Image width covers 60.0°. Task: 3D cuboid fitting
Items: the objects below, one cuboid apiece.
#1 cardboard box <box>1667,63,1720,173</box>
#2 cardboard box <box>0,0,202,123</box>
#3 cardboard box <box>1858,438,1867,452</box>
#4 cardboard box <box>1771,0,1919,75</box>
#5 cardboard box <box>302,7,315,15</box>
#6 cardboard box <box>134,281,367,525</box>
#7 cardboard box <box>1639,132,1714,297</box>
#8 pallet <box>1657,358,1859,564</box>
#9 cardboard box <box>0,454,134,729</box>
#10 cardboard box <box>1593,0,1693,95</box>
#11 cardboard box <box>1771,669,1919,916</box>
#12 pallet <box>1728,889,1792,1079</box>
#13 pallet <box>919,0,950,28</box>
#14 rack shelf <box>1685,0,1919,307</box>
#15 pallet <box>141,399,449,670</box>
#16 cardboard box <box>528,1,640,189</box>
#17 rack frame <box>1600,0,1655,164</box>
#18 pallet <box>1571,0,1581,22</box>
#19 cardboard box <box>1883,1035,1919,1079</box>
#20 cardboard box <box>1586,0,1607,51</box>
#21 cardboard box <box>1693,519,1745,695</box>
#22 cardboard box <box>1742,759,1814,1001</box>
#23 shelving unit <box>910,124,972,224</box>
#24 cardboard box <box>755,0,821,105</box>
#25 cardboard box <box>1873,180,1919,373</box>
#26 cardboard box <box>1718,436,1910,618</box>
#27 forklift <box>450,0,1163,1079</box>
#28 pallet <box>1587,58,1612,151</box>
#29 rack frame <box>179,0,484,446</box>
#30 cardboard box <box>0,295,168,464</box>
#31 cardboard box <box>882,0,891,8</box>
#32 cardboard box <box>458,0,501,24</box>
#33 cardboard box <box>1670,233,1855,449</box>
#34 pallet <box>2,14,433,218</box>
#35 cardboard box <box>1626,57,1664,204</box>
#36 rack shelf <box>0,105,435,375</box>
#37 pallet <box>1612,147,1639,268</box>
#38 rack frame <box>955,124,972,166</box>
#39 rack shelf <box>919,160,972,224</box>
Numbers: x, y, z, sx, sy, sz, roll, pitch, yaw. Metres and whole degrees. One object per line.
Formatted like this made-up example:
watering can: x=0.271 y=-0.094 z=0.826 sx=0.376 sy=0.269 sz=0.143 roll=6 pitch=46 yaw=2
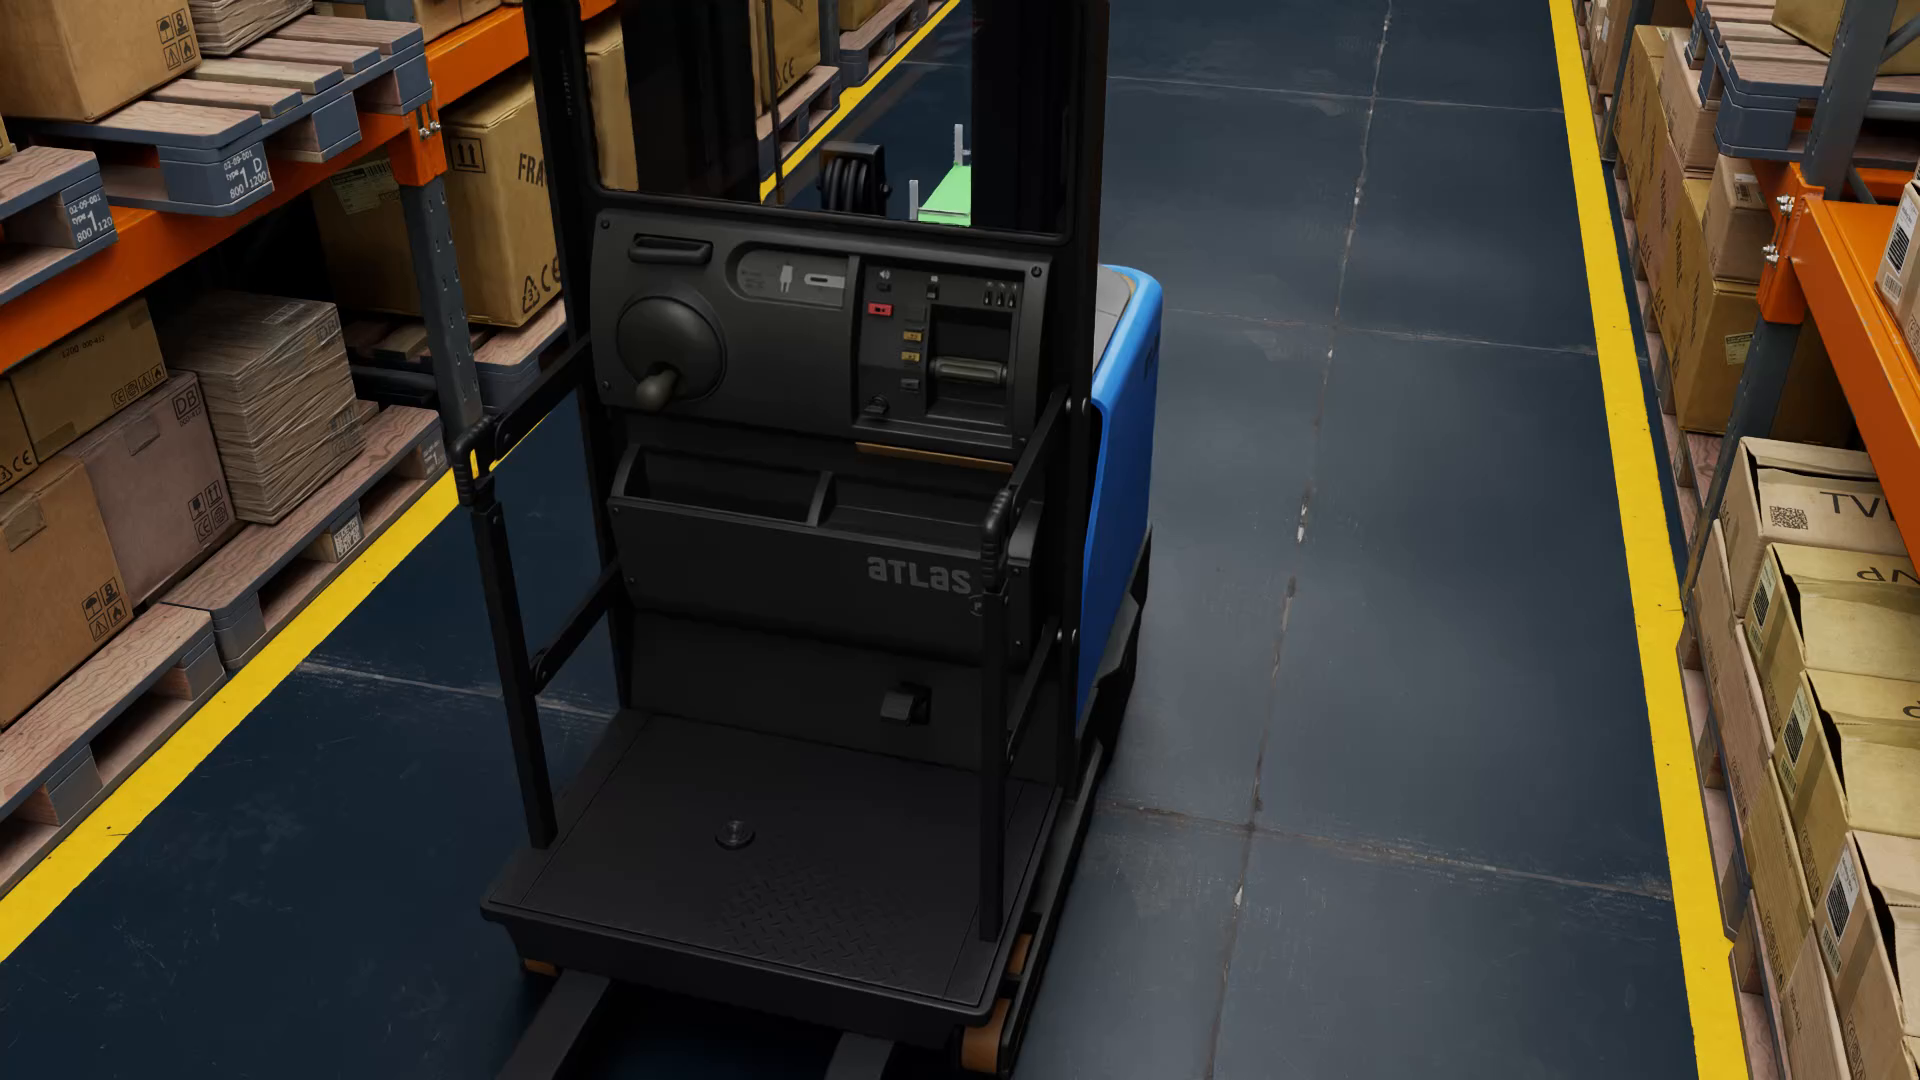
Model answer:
cardboard box: x=2.908 y=-1.533 z=6.087 sx=0.500 sy=0.250 sz=0.500 roll=7 pitch=33 yaw=11
cardboard box: x=-2.385 y=-1.369 z=4.104 sx=0.700 sy=0.500 sz=0.500 roll=5 pitch=33 yaw=8
cardboard box: x=3.024 y=-0.336 z=4.902 sx=0.500 sy=0.500 sz=0.500 roll=9 pitch=34 yaw=14
cardboard box: x=2.683 y=-1.569 z=4.438 sx=0.700 sy=0.500 sz=0.500 roll=-3 pitch=33 yaw=-4
cardboard box: x=-2.325 y=-1.786 z=5.480 sx=0.380 sy=0.149 sz=0.250 roll=9 pitch=33 yaw=13
cardboard box: x=-2.292 y=-0.430 z=5.051 sx=0.700 sy=0.500 sz=0.500 roll=8 pitch=33 yaw=13
cardboard box: x=2.901 y=-1.197 z=6.258 sx=0.500 sy=0.500 sz=0.500 roll=7 pitch=33 yaw=11
pallet: x=2.858 y=-0.213 z=5.389 sx=1.003 sy=0.211 sz=1.213 roll=8 pitch=33 yaw=12
cardboard box: x=-2.634 y=0.083 z=4.243 sx=0.700 sy=0.500 sz=0.500 roll=8 pitch=33 yaw=12
cardboard box: x=3.518 y=-2.548 z=8.383 sx=0.500 sy=0.500 sz=0.500 roll=8 pitch=33 yaw=12
cardboard box: x=1.959 y=0.509 z=3.303 sx=0.500 sy=0.311 sz=0.500 roll=7 pitch=33 yaw=11
pallet: x=2.074 y=1.222 z=3.131 sx=1.003 sy=0.211 sz=1.213 roll=8 pitch=33 yaw=12
pallet: x=-0.569 y=-3.598 z=10.713 sx=1.003 sy=0.211 sz=1.213 roll=8 pitch=33 yaw=12
rack shelf: x=3.140 y=-1.742 z=5.865 sx=1.077 sy=0.370 sz=4.000 roll=8 pitch=33 yaw=12
pallet: x=-2.360 y=-0.098 z=5.208 sx=1.003 sy=0.211 sz=1.213 roll=8 pitch=33 yaw=12
cardboard box: x=-1.618 y=-1.768 z=6.847 sx=0.750 sy=0.750 sz=0.750 roll=8 pitch=33 yaw=12
rack frame: x=3.647 y=-3.083 z=7.304 sx=1.000 sy=3.000 sz=0.127 roll=8 pitch=33 yaw=12
pallet: x=4.442 y=-3.529 z=10.605 sx=1.003 sy=0.211 sz=1.213 roll=8 pitch=33 yaw=12
cardboard box: x=1.698 y=1.036 z=2.473 sx=0.500 sy=0.311 sz=0.500 roll=8 pitch=33 yaw=12
cardboard box: x=3.708 y=-2.858 z=9.046 sx=0.500 sy=0.311 sz=0.500 roll=8 pitch=33 yaw=12
cardboard box: x=2.215 y=0.207 z=4.300 sx=0.500 sy=0.250 sz=0.500 roll=8 pitch=33 yaw=12
cardboard box: x=1.963 y=0.739 z=3.463 sx=0.500 sy=0.250 sz=0.500 roll=7 pitch=33 yaw=11
shelving unit: x=0.042 y=-0.592 z=5.063 sx=0.258 sy=1.200 sz=0.503 roll=8 pitch=33 yaw=12
cardboard box: x=-1.184 y=-2.671 z=8.268 sx=0.750 sy=0.750 sz=0.750 roll=8 pitch=33 yaw=13
cardboard box: x=2.218 y=-0.532 z=3.374 sx=0.500 sy=0.311 sz=0.500 roll=8 pitch=33 yaw=12
cardboard box: x=2.215 y=-0.029 z=4.149 sx=0.500 sy=0.311 sz=0.500 roll=9 pitch=34 yaw=14
forklift: x=-0.343 y=-0.353 z=3.074 sx=1.130 sy=2.935 sz=3.031 roll=9 pitch=33 yaw=13
pallet: x=3.823 y=-2.263 z=8.613 sx=1.003 sy=0.211 sz=1.213 roll=8 pitch=33 yaw=12
rack frame: x=-2.160 y=-1.680 z=5.097 sx=1.000 sy=3.000 sz=0.127 roll=8 pitch=33 yaw=12
cardboard box: x=-2.498 y=-0.459 z=4.398 sx=0.500 sy=0.250 sz=0.500 roll=9 pitch=33 yaw=13
cardboard box: x=-0.725 y=-3.513 z=9.918 sx=0.700 sy=0.500 sz=0.500 roll=8 pitch=33 yaw=12
cardboard box: x=-1.780 y=-1.851 z=5.582 sx=0.380 sy=0.149 sz=0.250 roll=8 pitch=33 yaw=13
cardboard box: x=2.643 y=-0.656 z=5.405 sx=0.500 sy=0.500 sz=0.500 roll=9 pitch=34 yaw=14
pallet: x=-2.238 y=-1.215 z=4.544 sx=1.213 sy=0.211 sz=1.003 roll=8 pitch=33 yaw=12
cardboard box: x=3.164 y=-1.718 z=7.076 sx=0.500 sy=0.500 sz=0.500 roll=8 pitch=33 yaw=13
rack shelf: x=-2.668 y=-0.339 z=3.657 sx=1.077 sy=0.370 sz=4.000 roll=8 pitch=33 yaw=12
pallet: x=3.478 y=-1.479 z=7.380 sx=1.003 sy=0.211 sz=1.213 roll=8 pitch=33 yaw=12
rack frame: x=0.104 y=-0.719 z=5.262 sx=0.240 sy=1.200 sz=0.015 roll=8 pitch=33 yaw=12
rack shelf: x=0.042 y=-0.943 z=4.840 sx=0.258 sy=0.148 sz=0.480 roll=8 pitch=33 yaw=12
